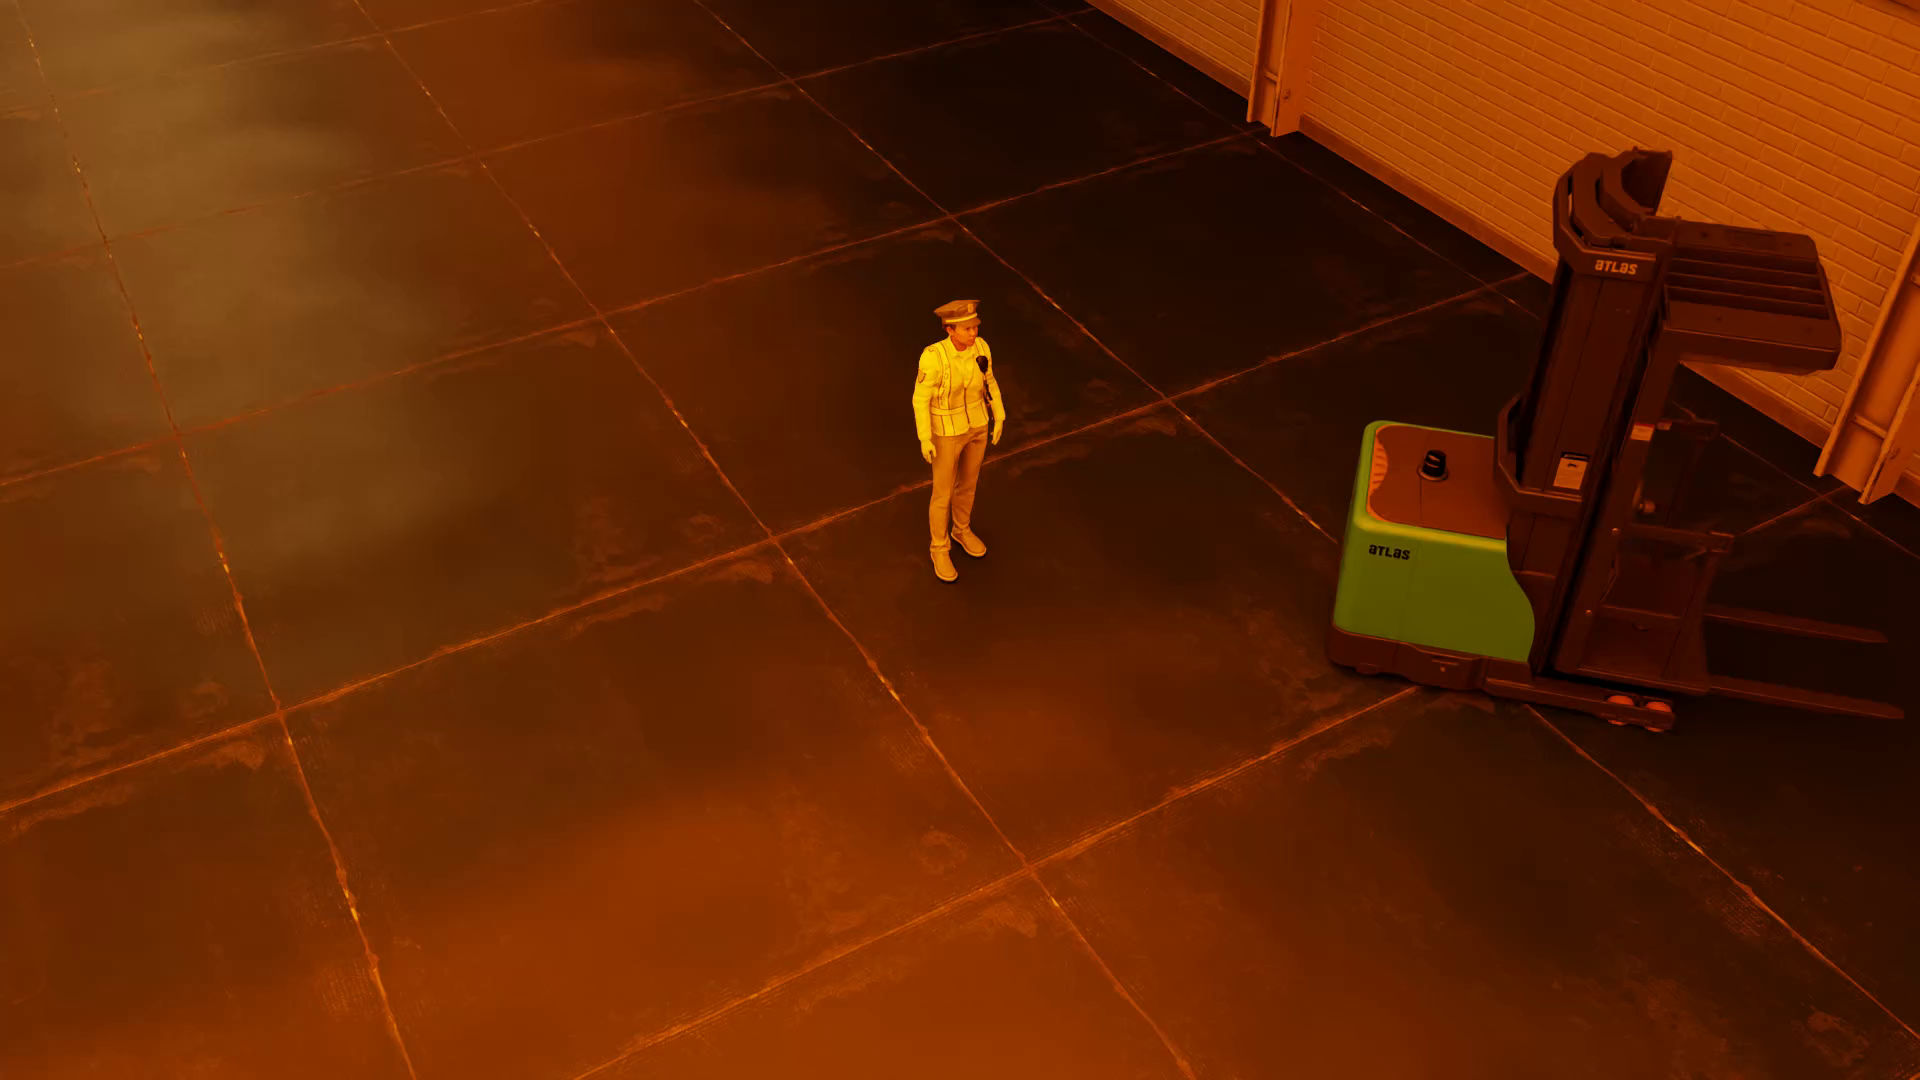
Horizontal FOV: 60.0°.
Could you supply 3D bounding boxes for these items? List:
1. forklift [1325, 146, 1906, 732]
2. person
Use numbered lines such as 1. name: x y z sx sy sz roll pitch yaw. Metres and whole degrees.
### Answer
1. forklift: 3.650 -0.461 8.592 3.031 2.935 1.130 10 41 11
2. person: 0.028 -0.619 9.739 0.587 1.696 0.534 -20 44 -23
